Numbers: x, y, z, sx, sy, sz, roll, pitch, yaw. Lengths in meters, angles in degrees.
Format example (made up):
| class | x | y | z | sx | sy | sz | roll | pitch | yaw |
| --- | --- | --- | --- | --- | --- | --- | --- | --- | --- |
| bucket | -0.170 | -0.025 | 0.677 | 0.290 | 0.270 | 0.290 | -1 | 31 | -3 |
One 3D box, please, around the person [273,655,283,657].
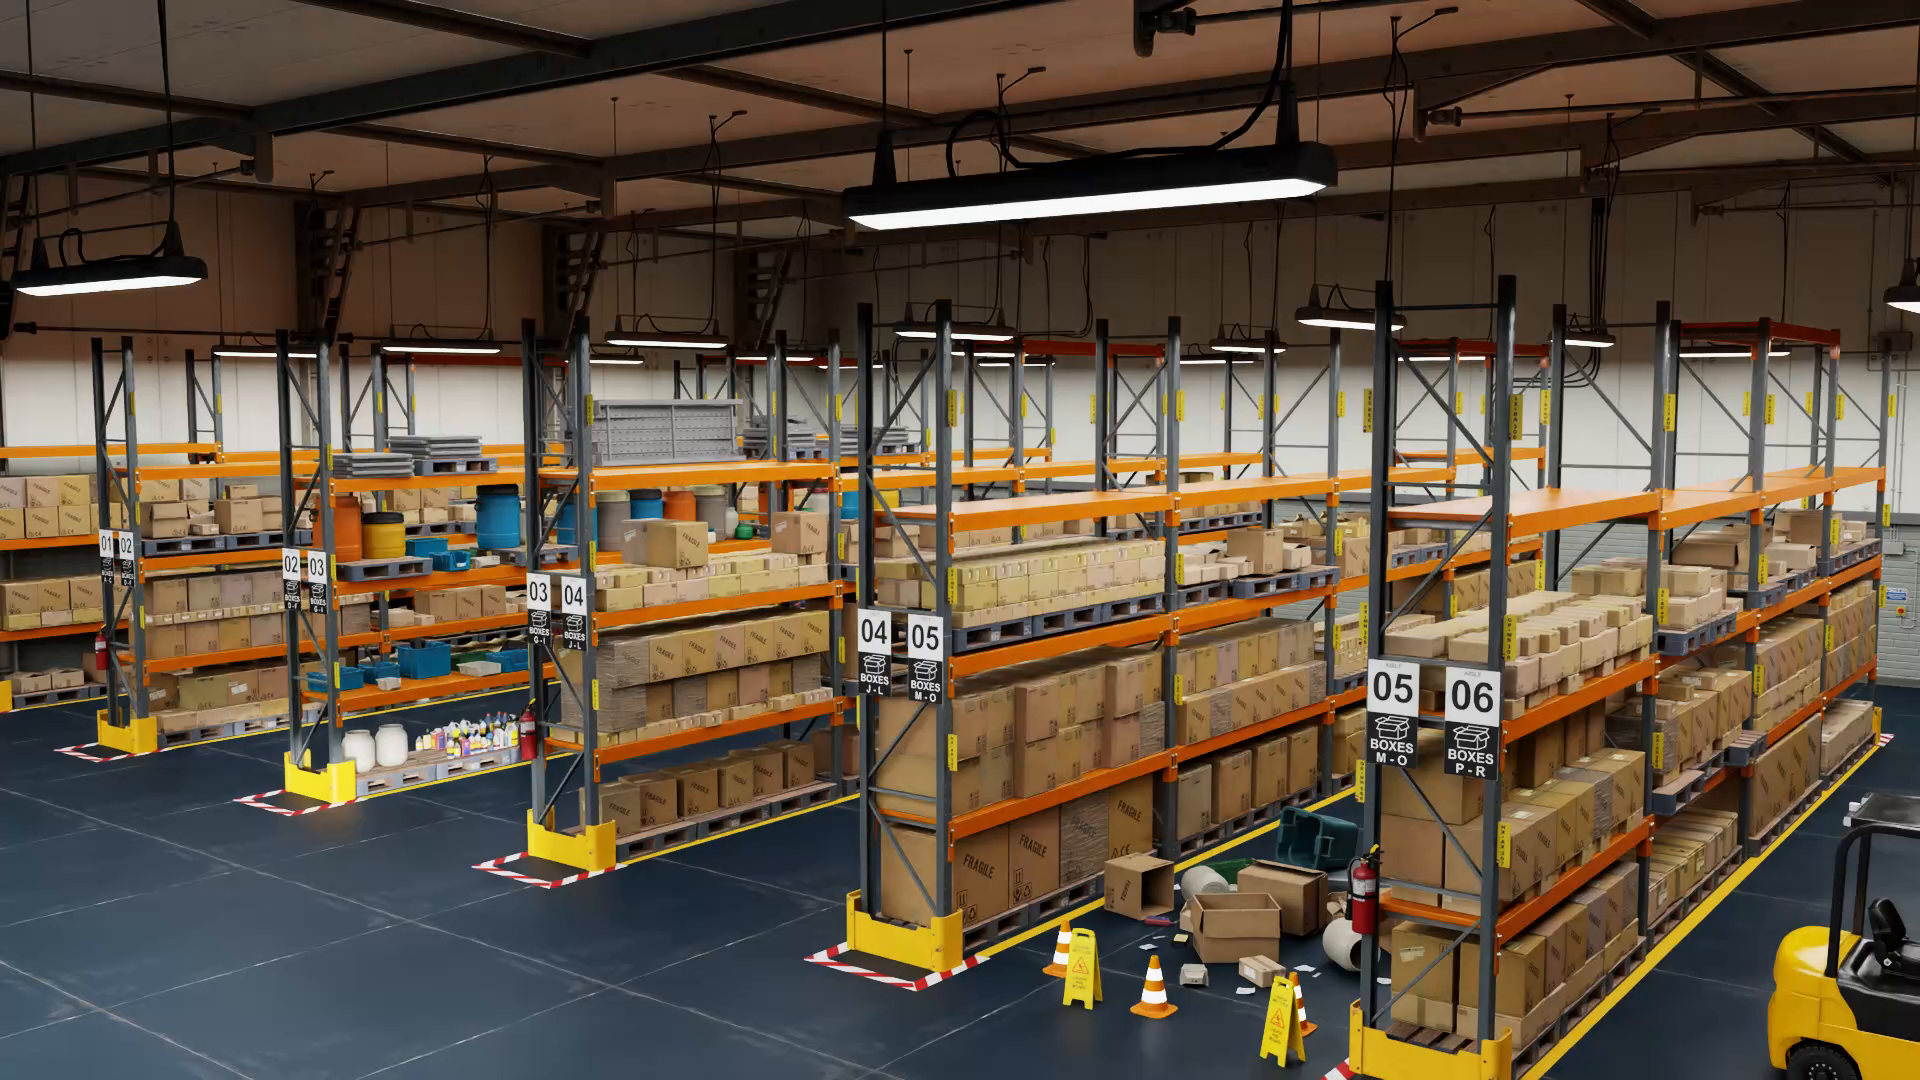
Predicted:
| class | x | y | z | sx | sy | sz | roll | pitch | yaw |
| --- | --- | --- | --- | --- | --- | --- | --- | --- | --- |
| person | -11.966 | 1.743 | 29.459 | 0.546 | 1.663 | 1.054 | 1 | 5 | 9 |
